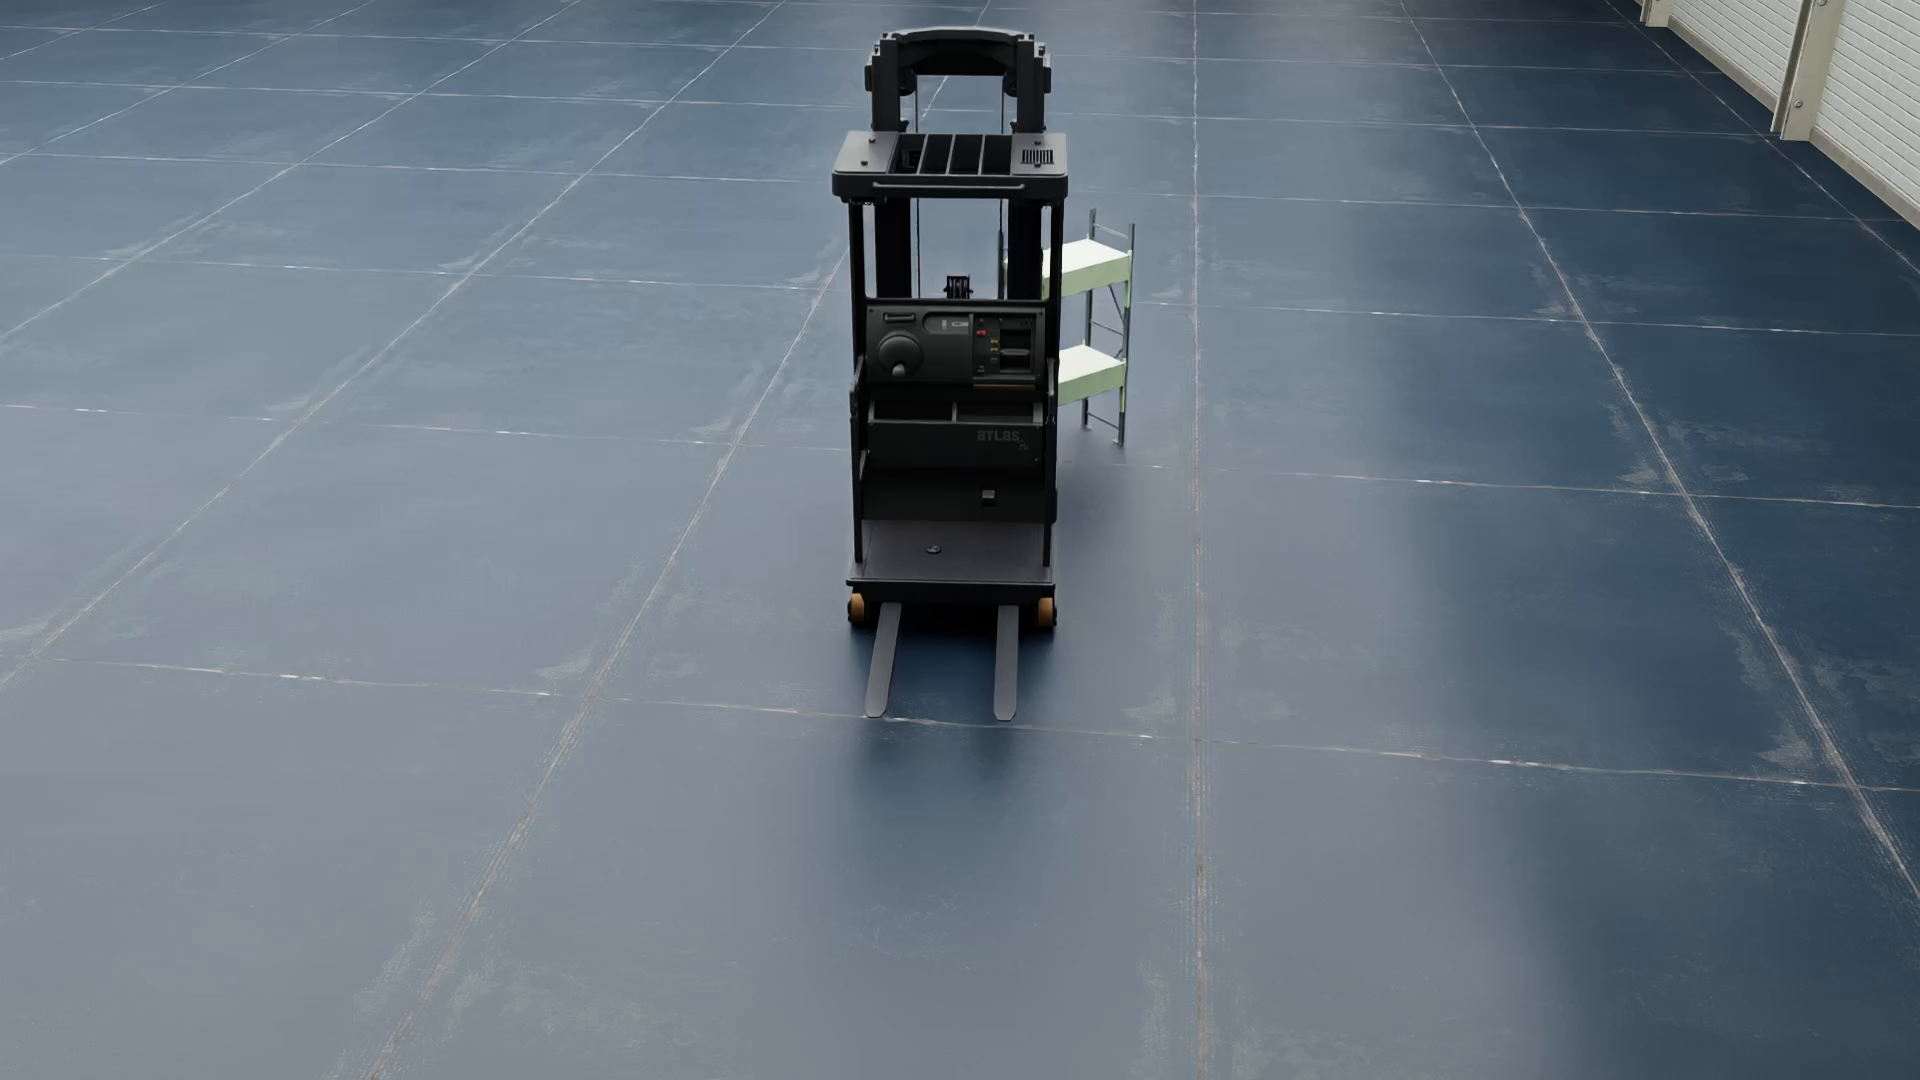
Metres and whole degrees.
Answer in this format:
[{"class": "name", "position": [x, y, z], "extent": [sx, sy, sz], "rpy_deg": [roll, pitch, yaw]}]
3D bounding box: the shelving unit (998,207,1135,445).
[{"class": "shelving unit", "position": [0.654, -1.255, 10.498], "extent": [0.755, 1.500, 0.431], "rpy_deg": [-20, 34, -32]}]

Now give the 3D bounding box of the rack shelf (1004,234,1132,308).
[{"class": "rack shelf", "position": [0.654, -1.598, 10.313], "extent": [0.720, 0.370, 0.431], "rpy_deg": [-20, 34, -32]}]

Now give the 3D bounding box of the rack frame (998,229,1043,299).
[{"class": "rack frame", "position": [0.363, -1.150, 10.303], "extent": [0.023, 1.500, 0.400], "rpy_deg": [-20, 34, -32]}]

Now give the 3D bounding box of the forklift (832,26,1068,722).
[{"class": "forklift", "position": [-0.029, -0.980, 8.478], "extent": [1.130, 2.935, 3.031], "rpy_deg": [1, 28, 2]}]

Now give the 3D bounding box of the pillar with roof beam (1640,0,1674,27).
[{"class": "pillar with roof beam", "position": [5.342, -11.359, 21.346], "extent": [9.100, 9.000, 0.400], "rpy_deg": [3, 28, 6]}]

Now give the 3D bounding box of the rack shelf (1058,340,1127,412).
[{"class": "rack shelf", "position": [0.654, -0.968, 10.653], "extent": [0.720, 0.370, 0.431], "rpy_deg": [-20, 34, -32]}]

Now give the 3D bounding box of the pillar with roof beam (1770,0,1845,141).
[{"class": "pillar with roof beam", "position": [4.607, -8.534, 16.104], "extent": [9.100, 9.000, 0.400], "rpy_deg": [3, 28, 6]}]

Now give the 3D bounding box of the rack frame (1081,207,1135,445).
[{"class": "rack frame", "position": [0.946, -1.360, 10.693], "extent": [0.023, 1.500, 0.400], "rpy_deg": [-20, 34, -32]}]
